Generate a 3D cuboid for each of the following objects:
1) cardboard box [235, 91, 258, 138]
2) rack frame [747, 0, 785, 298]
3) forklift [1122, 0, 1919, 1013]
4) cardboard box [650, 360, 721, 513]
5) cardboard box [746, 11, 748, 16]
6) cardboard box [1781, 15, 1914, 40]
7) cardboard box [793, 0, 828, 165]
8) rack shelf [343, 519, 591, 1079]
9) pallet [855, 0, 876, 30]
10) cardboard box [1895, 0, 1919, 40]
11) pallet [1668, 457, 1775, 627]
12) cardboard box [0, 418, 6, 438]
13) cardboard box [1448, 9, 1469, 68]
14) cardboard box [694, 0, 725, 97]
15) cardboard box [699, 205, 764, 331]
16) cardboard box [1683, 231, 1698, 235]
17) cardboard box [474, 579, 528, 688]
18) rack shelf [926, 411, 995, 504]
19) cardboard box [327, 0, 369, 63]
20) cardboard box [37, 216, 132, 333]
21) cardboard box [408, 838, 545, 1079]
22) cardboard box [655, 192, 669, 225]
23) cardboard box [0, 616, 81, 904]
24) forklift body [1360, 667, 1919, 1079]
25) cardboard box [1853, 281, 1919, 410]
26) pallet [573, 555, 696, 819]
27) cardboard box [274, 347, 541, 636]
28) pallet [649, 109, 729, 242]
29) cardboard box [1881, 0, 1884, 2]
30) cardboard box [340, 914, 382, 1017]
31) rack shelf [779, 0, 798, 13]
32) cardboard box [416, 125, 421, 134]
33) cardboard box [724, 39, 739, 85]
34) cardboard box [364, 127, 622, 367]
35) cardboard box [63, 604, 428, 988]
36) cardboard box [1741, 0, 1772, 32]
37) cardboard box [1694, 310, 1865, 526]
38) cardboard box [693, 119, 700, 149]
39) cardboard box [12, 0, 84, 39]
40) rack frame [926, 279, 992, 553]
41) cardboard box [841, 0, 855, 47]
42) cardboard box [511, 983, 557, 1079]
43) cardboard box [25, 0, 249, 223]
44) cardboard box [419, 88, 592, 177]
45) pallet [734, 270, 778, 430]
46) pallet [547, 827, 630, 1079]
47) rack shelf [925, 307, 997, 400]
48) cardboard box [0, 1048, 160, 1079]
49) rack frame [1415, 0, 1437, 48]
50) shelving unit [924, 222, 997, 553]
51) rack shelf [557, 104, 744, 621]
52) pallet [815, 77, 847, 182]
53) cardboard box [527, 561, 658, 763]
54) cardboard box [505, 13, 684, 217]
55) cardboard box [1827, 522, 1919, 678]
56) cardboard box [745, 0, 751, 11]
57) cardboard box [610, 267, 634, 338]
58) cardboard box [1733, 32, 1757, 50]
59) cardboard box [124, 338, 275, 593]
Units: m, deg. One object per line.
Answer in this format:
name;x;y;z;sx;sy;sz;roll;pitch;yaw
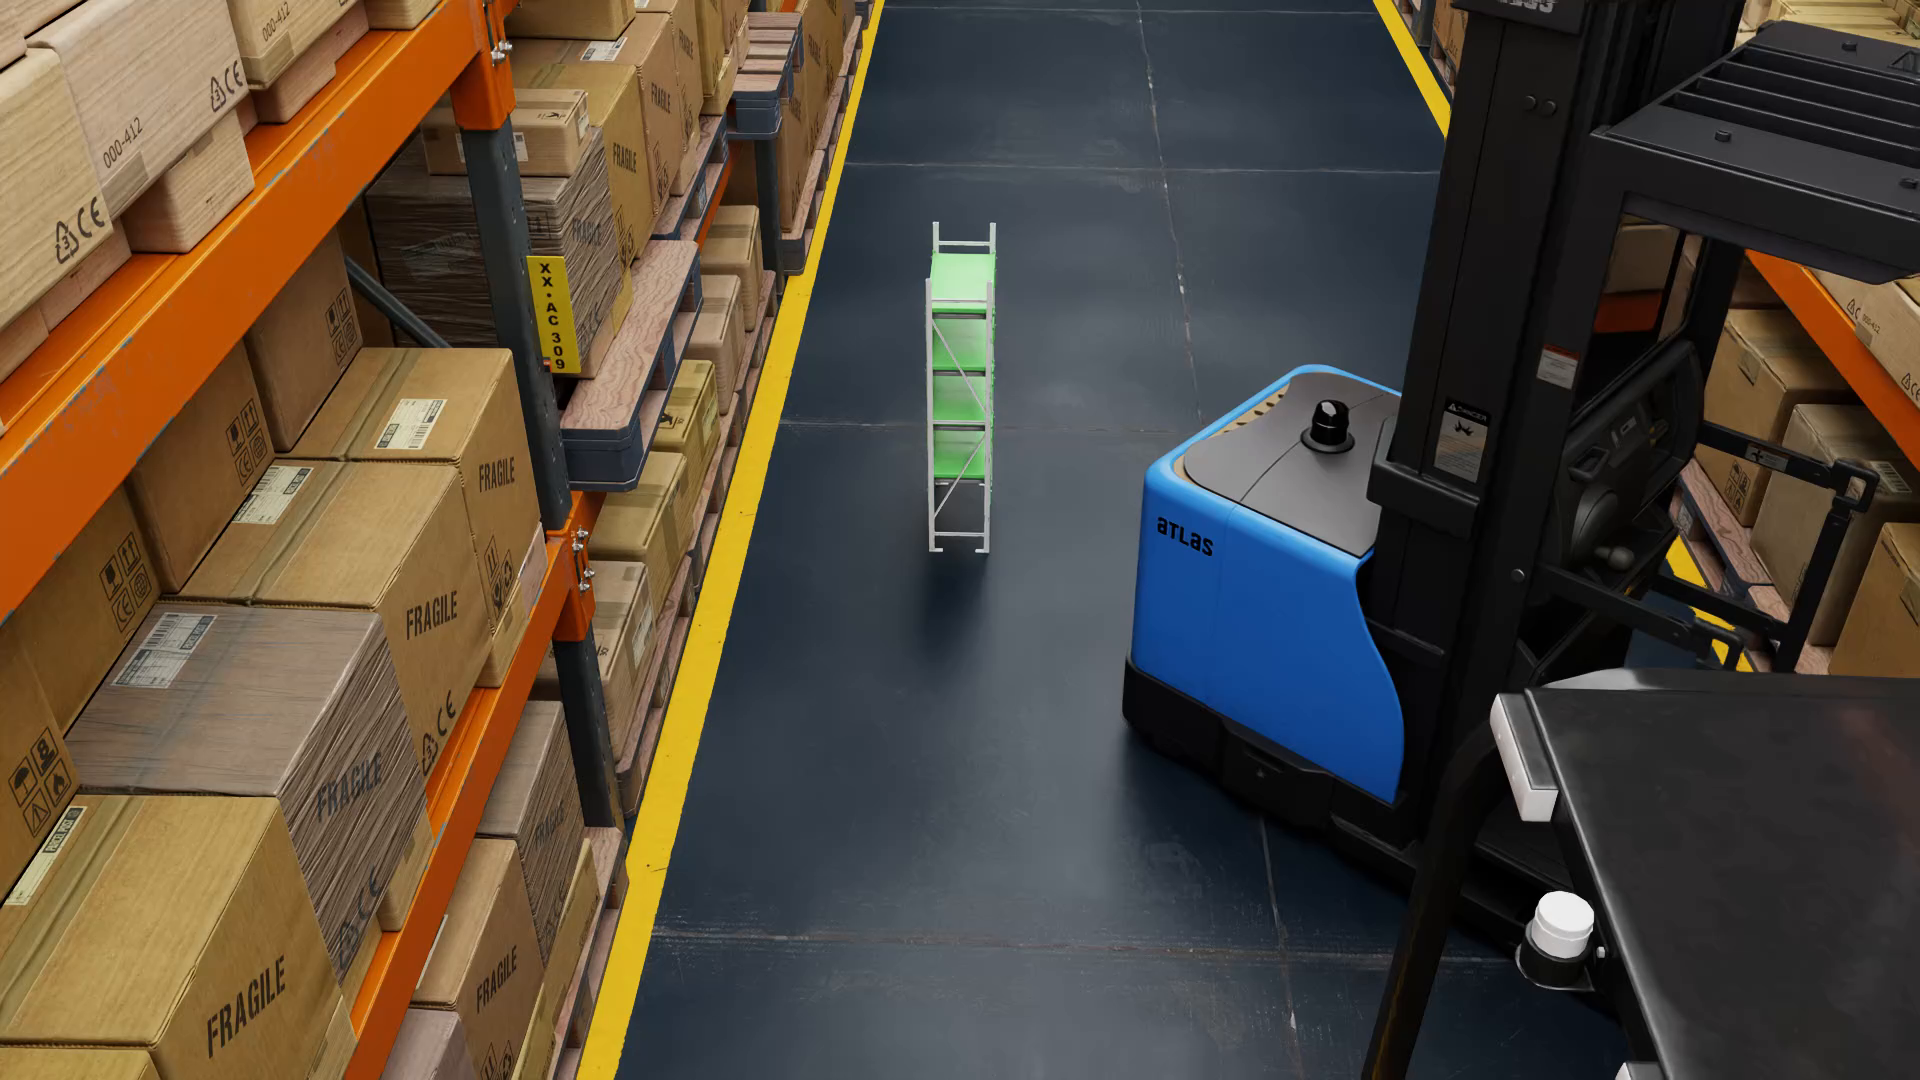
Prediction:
cardboard box;-1.418;-0.720;2.776;0.380;0.149;0.250;0;35;0
rack frame;-1.408;-2.517;7.723;1.000;3.000;0.127;1;35;2
forklift;1.995;-0.182;4.460;3.031;2.935;1.130;27;43;33
cardboard box;-1.499;-0.430;6.673;0.950;0.372;0.625;2;35;3
cardboard box;-1.125;-2.237;7.177;0.380;0.149;0.250;2;35;3
cardboard box;3.203;-1.793;6.041;0.380;0.149;0.250;2;35;3
cardboard box;-1.257;-2.727;9.504;0.875;0.875;0.875;2;35;2
rack shelf;-1.649;1.224;3.025;1.077;0.370;4.000;1;35;2
pallet;-1.139;-4.110;12.414;1.003;0.211;1.213;1;35;2
cardboard box;3.742;-1.928;6.234;0.380;0.149;0.250;1;35;2
pallet;3.428;-0.093;6.698;1.003;0.211;1.213;1;35;2
cardboard box;-1.374;-0.123;1.927;0.380;0.149;0.250;0;35;1
cardboard box;3.457;-3.273;10.607;0.500;0.500;0.500;1;35;1
cardboard box;-1.177;-1.997;6.272;0.500;0.500;0.500;-1;35;-1
cardboard box;-1.441;-1.290;7.896;0.950;0.372;0.625;-1;35;-1
cardboard box;3.513;-1.247;7.616;0.875;0.625;0.625;2;35;3
cardboard box;-1.280;0.219;4.048;0.380;0.149;0.250;2;35;3
rack shelf;0.007;-0.337;6.715;0.258;0.148;0.480;1;35;2
cardboard box;-1.375;-1.012;3.191;0.380;0.149;0.250;2;35;2
cardboard box;-1.427;-0.417;2.345;0.380;0.149;0.250;2;35;3
cardboard box;-1.343;1.066;3.999;0.500;0.500;0.500;2;35;3
cardboard box;-1.213;-1.195;5.695;0.380;0.149;0.250;2;35;2
cardboard box;-1.823;0.339;2.443;0.700;0.500;0.500;1;35;2
forklift body;1.484;1.407;2.877;2.313;2.155;1.214;1;35;2
cardboard box;3.165;-0.630;5.168;0.500;0.250;0.500;1;35;2
pallet;-1.539;0.474;5.891;1.003;0.211;1.213;1;35;2
cardboard box;-1.338;-0.121;3.967;0.500;0.500;0.500;0;35;1
pallet;-1.447;-1.301;6.159;1.003;0.211;1.213;1;35;2
cardboard box;3.771;-2.219;6.648;0.380;0.149;0.250;1;35;2
cardboard box;-1.355;0.805;3.214;0.380;0.149;0.250;1;35;1
rack shelf;-1.328;-3.372;9.565;1.077;0.370;4.000;1;35;2
cardboard box;-1.761;-1.109;5.009;0.500;0.500;0.500;2;35;2
cardboard box;-1.108;-1.947;6.764;0.380;0.149;0.250;0;35;0
cardboard box;-1.263;-0.816;4.592;0.500;0.500;0.500;2;35;3
cardboard box;-1.368;0.473;3.122;0.500;0.500;0.500;2;35;3
cardboard box;3.253;-2.083;6.454;0.380;0.149;0.250;2;35;2
cardboard box;3.468;-0.485;6.531;0.875;0.625;0.625;0;35;0
cardboard box;-1.169;-1.500;6.130;0.380;0.149;0.250;0;35;0
cardboard box;-1.348;-0.736;2.104;0.380;0.149;0.250;2;35;2
rack frame;-0.003;-0.446;6.341;0.240;1.200;0.015;1;35;2
cardboard box;-1.192;-3.760;10.974;0.875;0.875;0.875;2;35;3
cardboard box;-1.335;1.386;4.195;0.500;0.250;0.500;0;35;1
cardboard box;-1.372;-0.664;2.349;0.500;0.250;0.500;1;35;1
cardboard box;-1.197;-1.081;4.404;0.380;0.149;0.250;1;35;2
pallet;-1.441;-0.927;7.886;1.003;0.211;1.213;1;35;2
pallet;-1.560;1.308;4.705;1.003;0.211;1.213;1;35;2
rack shelf;0.007;-0.730;6.439;0.258;0.148;0.480;1;35;2
cardboard box;-1.396;1.060;2.287;0.500;0.500;0.500;1;35;1
rack frame;3.712;-4.703;10.833;1.000;3.000;0.127;1;35;2
shelving unit;0.007;-0.586;6.540;0.258;1.200;0.503;1;35;2
rack shelf;-1.488;-1.074;6.295;1.077;0.370;4.000;1;35;2
pallet;-1.249;-2.527;10.162;1.003;0.211;1.213;1;35;2
cardboard box;-1.550;0.383;5.517;0.950;0.372;0.625;2;35;2
cardboard box;-1.210;-1.388;5.405;0.500;0.500;0.500;1;35;2
cardboard box;3.401;0.393;5.282;0.875;0.625;0.625;3;35;4
cardboard box;-1.149;-2.584;7.107;0.500;0.500;0.500;0;35;1
cardboard box;-1.212;-0.742;5.050;0.380;0.149;0.250;2;35;3
cardboard box;3.229;-1.711;6.271;0.500;0.250;0.500;0;35;1
cardboard box;-1.845;-0.250;3.282;0.700;0.500;0.500;2;35;2
